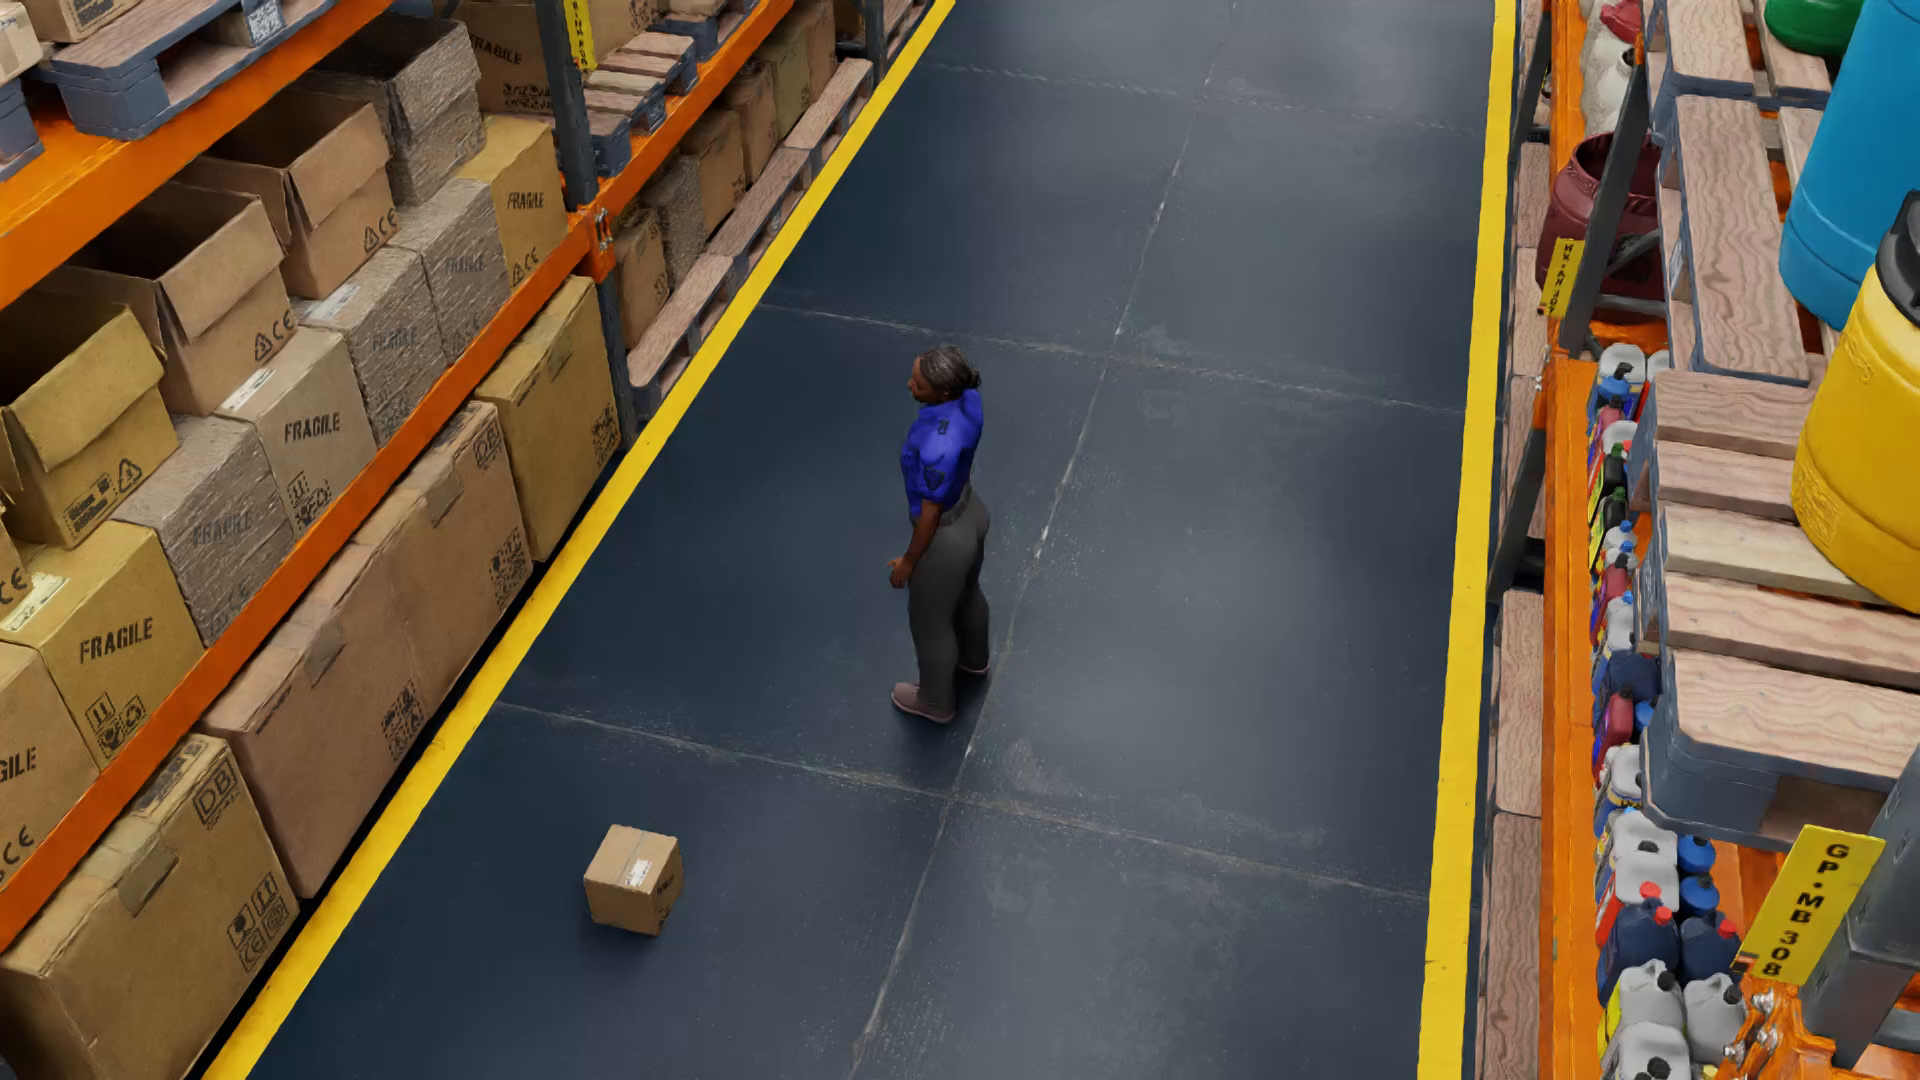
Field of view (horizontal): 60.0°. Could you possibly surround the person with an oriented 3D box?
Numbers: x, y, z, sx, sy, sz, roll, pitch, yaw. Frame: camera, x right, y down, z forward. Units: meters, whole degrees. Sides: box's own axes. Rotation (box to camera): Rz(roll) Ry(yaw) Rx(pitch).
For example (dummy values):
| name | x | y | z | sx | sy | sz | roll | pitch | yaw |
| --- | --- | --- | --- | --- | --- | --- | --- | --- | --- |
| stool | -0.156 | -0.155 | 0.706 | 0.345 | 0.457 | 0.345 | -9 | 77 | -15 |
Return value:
| name | x | y | z | sx | sy | sz | roll | pitch | yaw |
| --- | --- | --- | --- | --- | --- | --- | --- | --- | --- |
| person | -0.077 | -0.030 | 6.164 | 0.355 | 1.664 | 0.489 | 10 | 42 | 12 |
